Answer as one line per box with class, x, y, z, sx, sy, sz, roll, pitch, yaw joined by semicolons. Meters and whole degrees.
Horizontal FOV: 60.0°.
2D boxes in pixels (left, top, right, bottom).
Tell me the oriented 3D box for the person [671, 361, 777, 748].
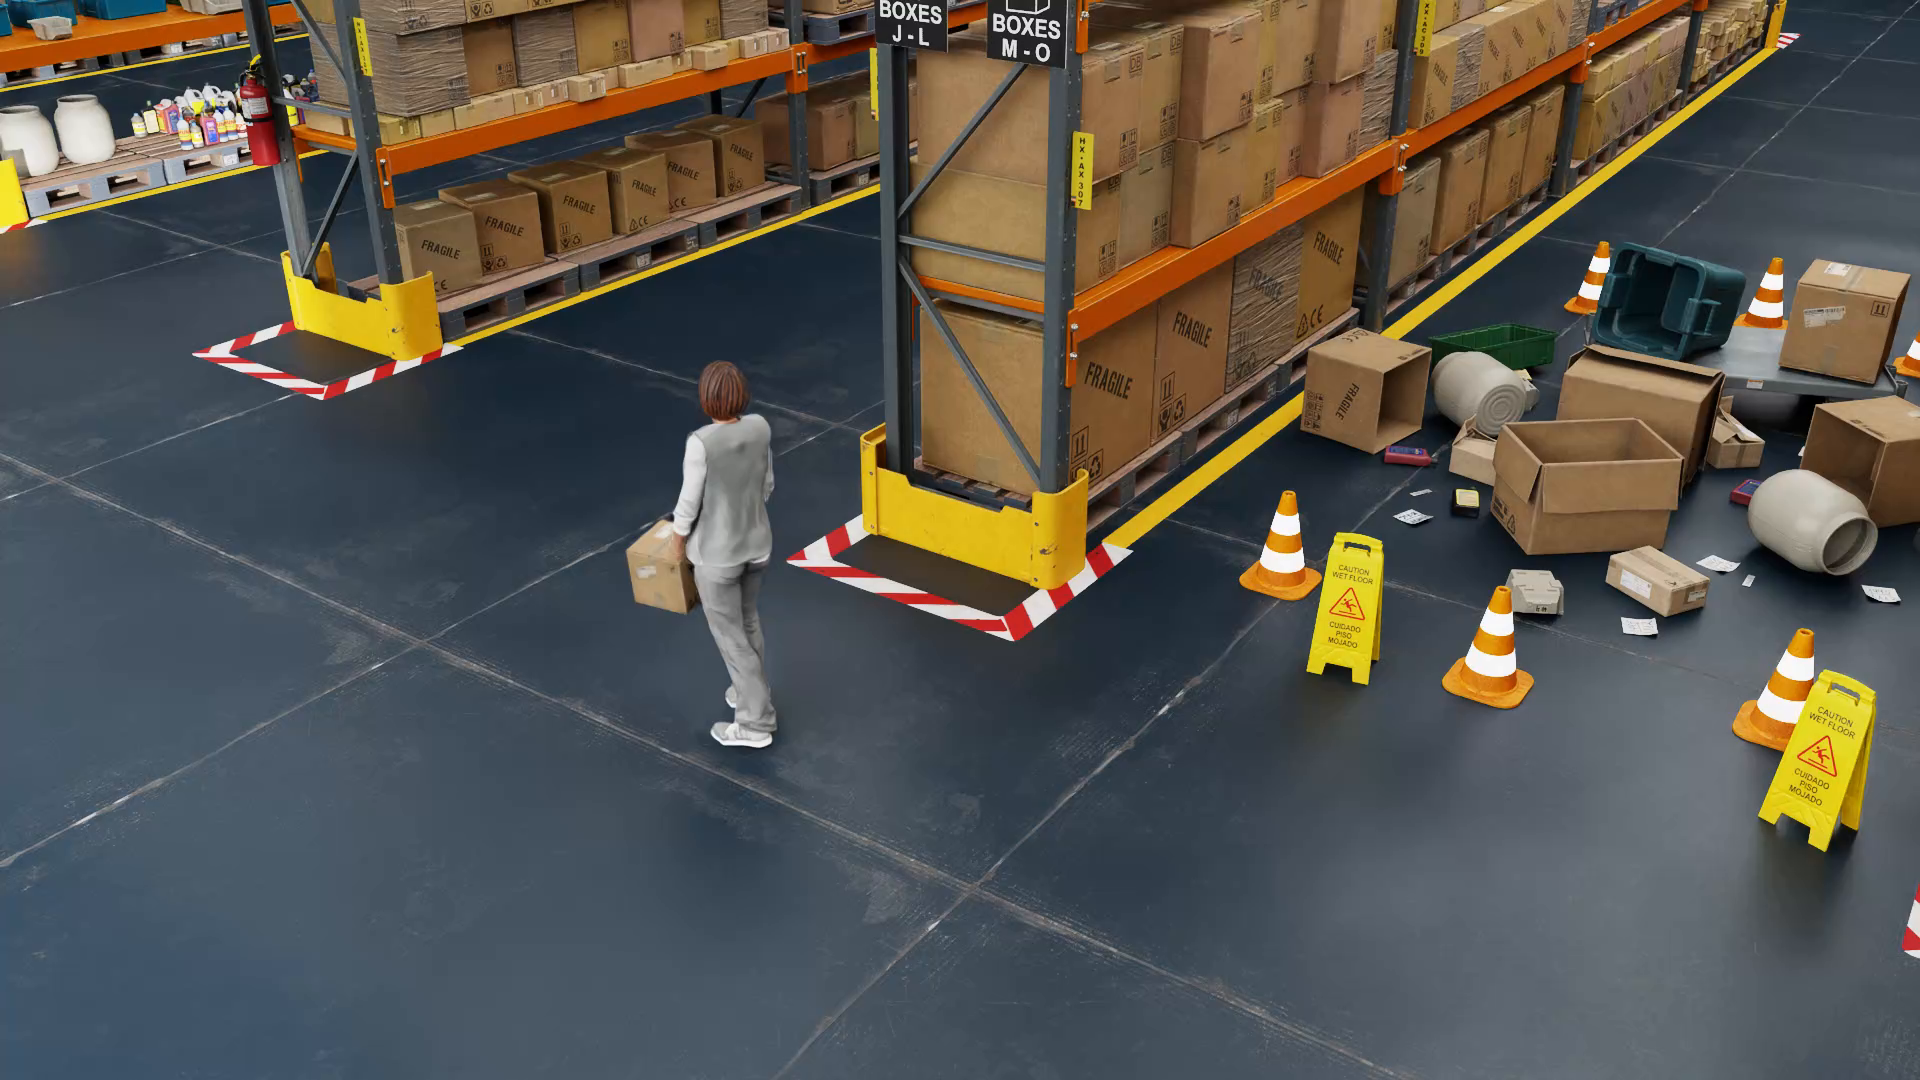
person;-0.880;0.058;6.517;0.448;1.597;0.459;-24;36;-38
